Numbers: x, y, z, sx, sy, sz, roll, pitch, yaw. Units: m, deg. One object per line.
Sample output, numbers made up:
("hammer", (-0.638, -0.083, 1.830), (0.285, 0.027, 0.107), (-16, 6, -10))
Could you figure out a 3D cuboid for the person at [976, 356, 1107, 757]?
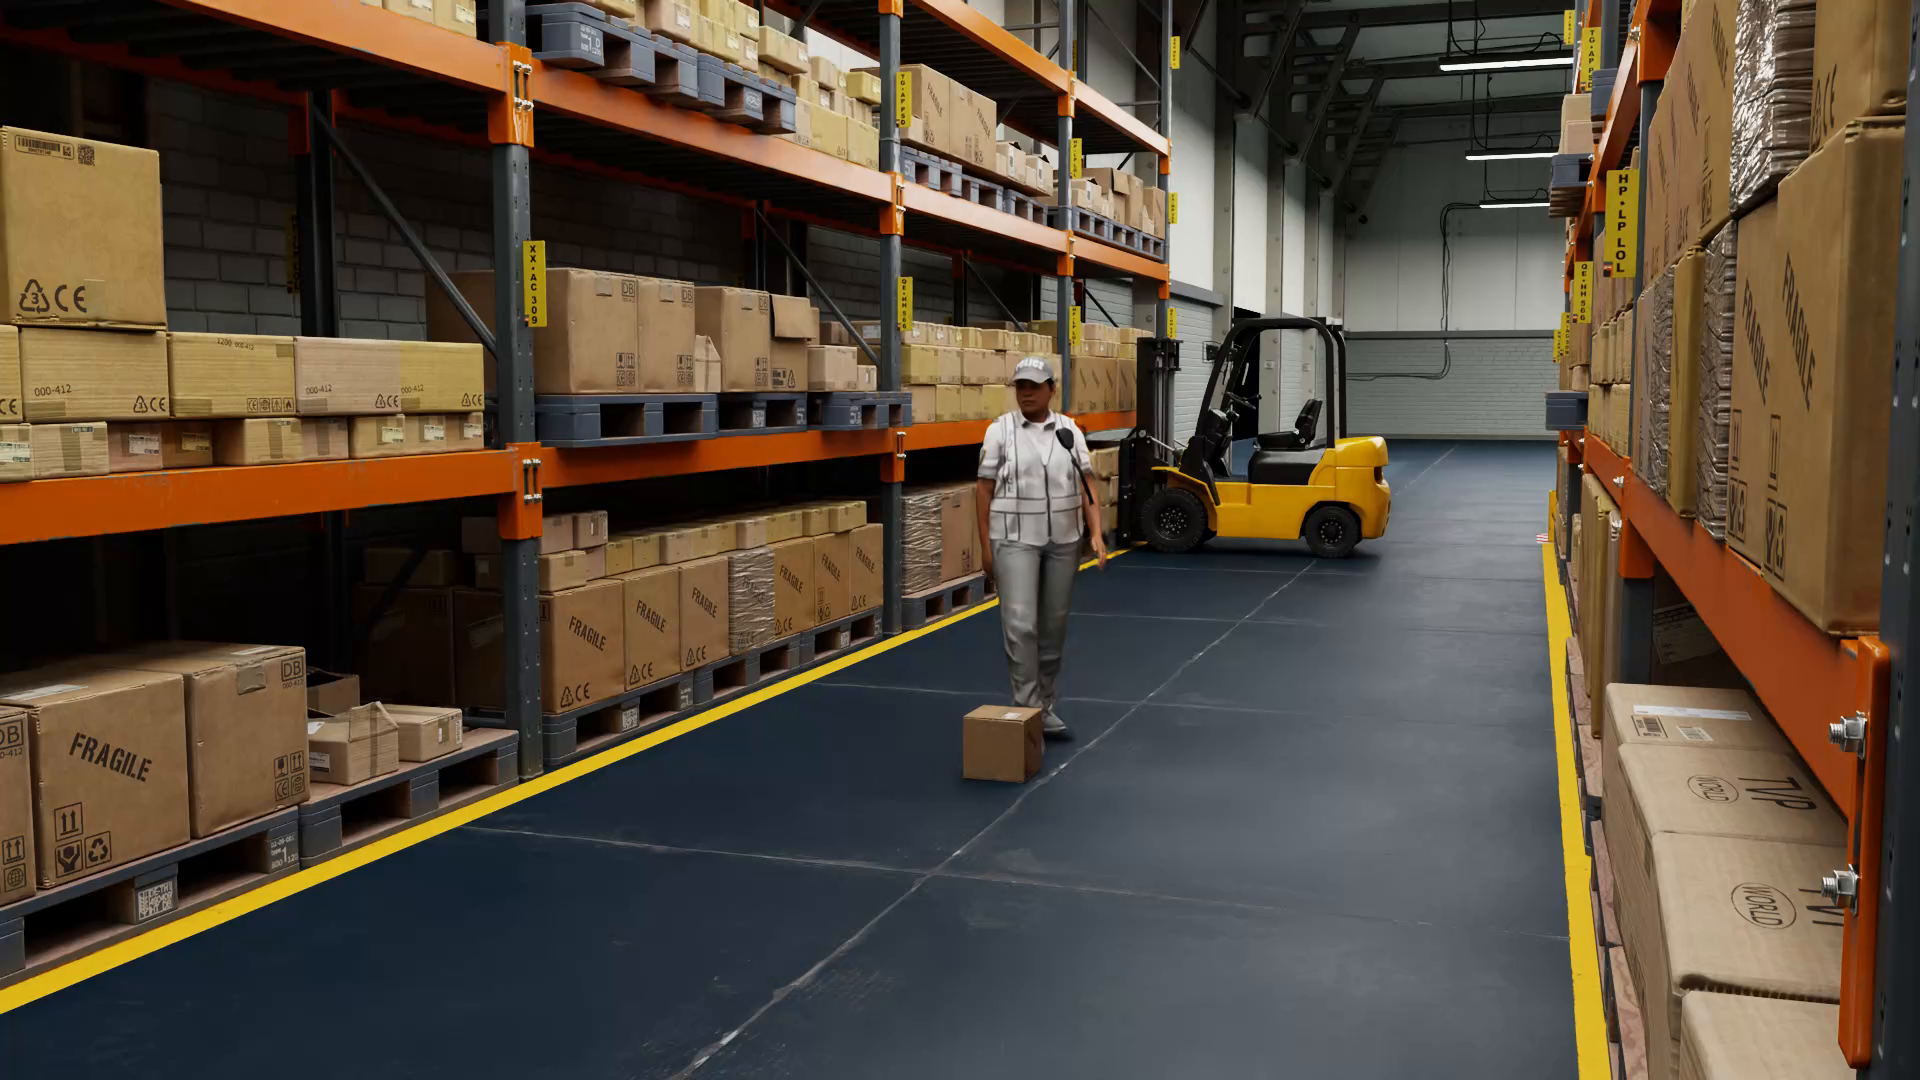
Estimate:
("person", (0.359, 0.077, 7.155), (0.498, 1.731, 0.587), (-2, 6, -17))
